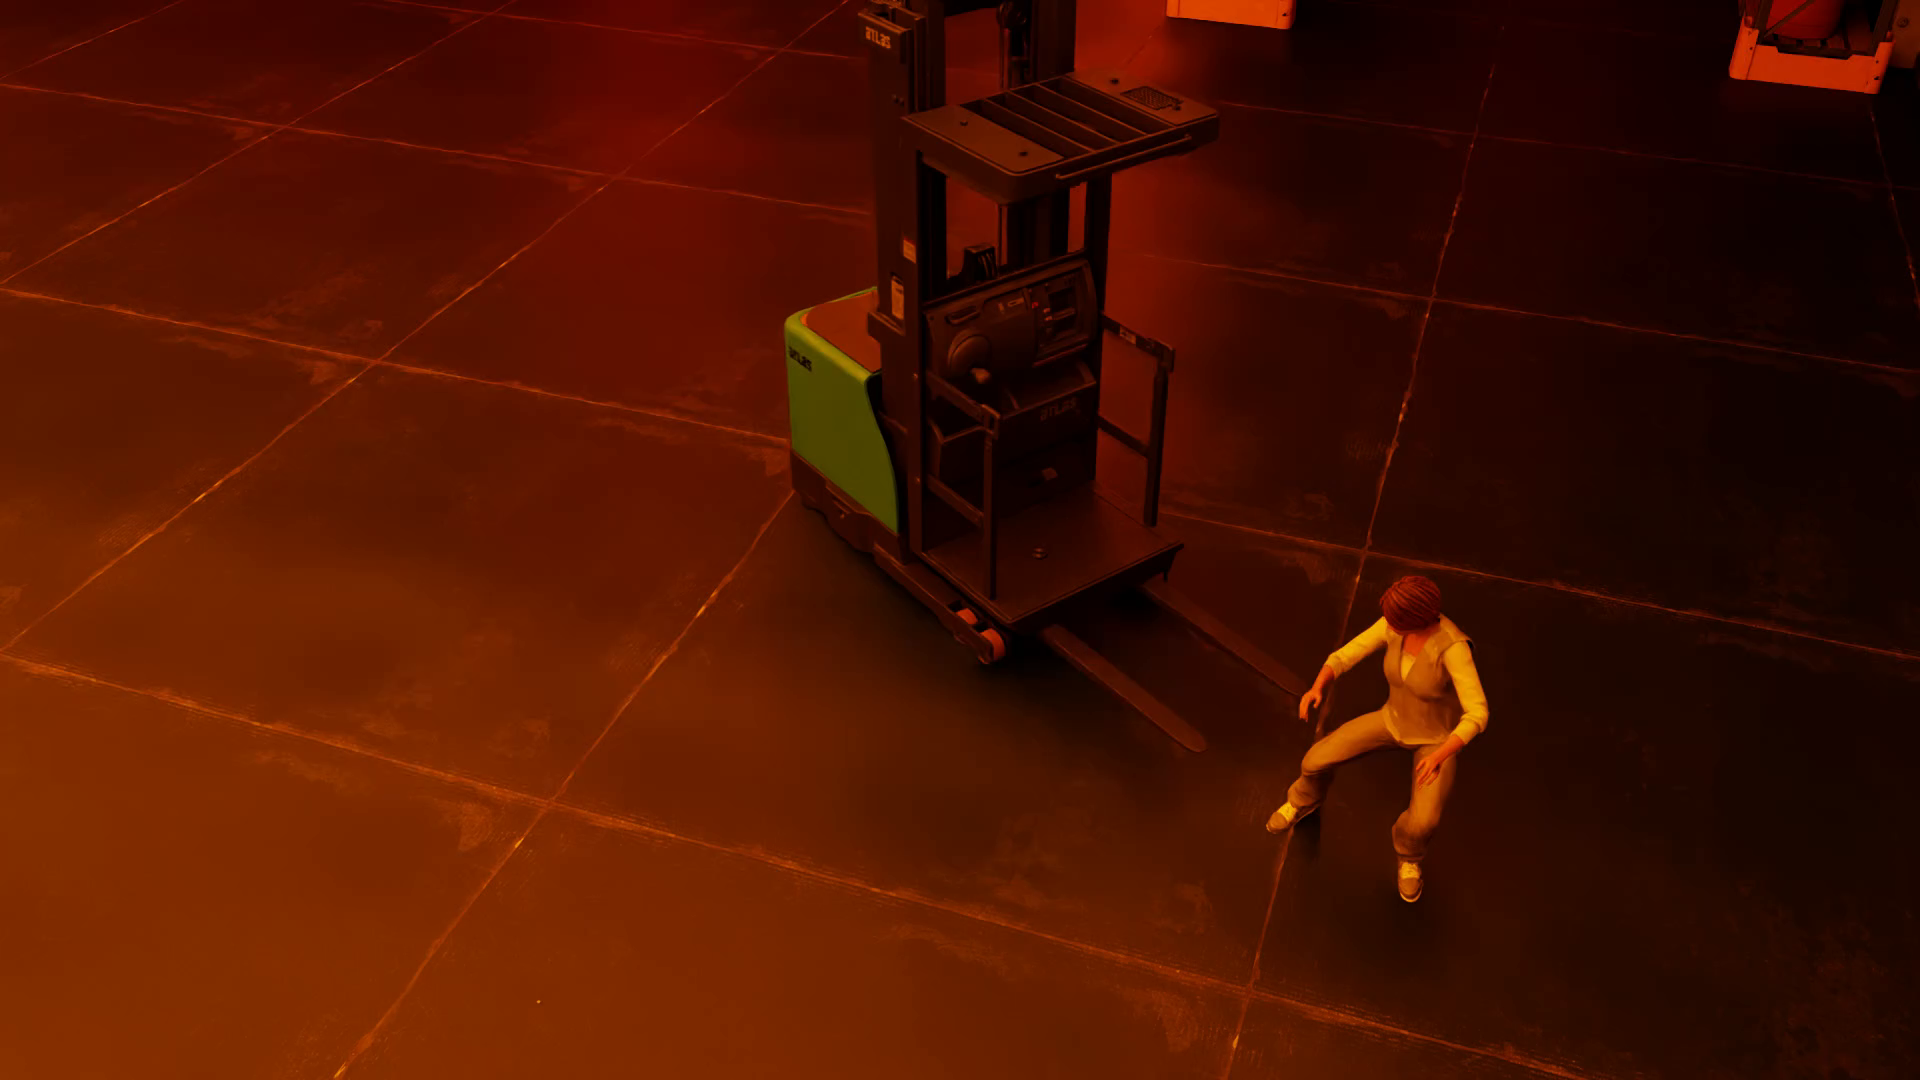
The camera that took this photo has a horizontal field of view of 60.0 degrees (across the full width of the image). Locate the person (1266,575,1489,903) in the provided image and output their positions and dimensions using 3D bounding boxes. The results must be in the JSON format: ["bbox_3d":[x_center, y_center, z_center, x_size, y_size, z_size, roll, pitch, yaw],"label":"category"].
[{"bbox_3d":[1.618,0.769,6.408,0.678,1.381,0.782,-25,42,-30],"label":"person"}]

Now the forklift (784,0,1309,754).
[{"bbox_3d":[0.373,-0.933,7.427,1.130,2.935,3.031,-23,41,-29],"label":"forklift"}]
